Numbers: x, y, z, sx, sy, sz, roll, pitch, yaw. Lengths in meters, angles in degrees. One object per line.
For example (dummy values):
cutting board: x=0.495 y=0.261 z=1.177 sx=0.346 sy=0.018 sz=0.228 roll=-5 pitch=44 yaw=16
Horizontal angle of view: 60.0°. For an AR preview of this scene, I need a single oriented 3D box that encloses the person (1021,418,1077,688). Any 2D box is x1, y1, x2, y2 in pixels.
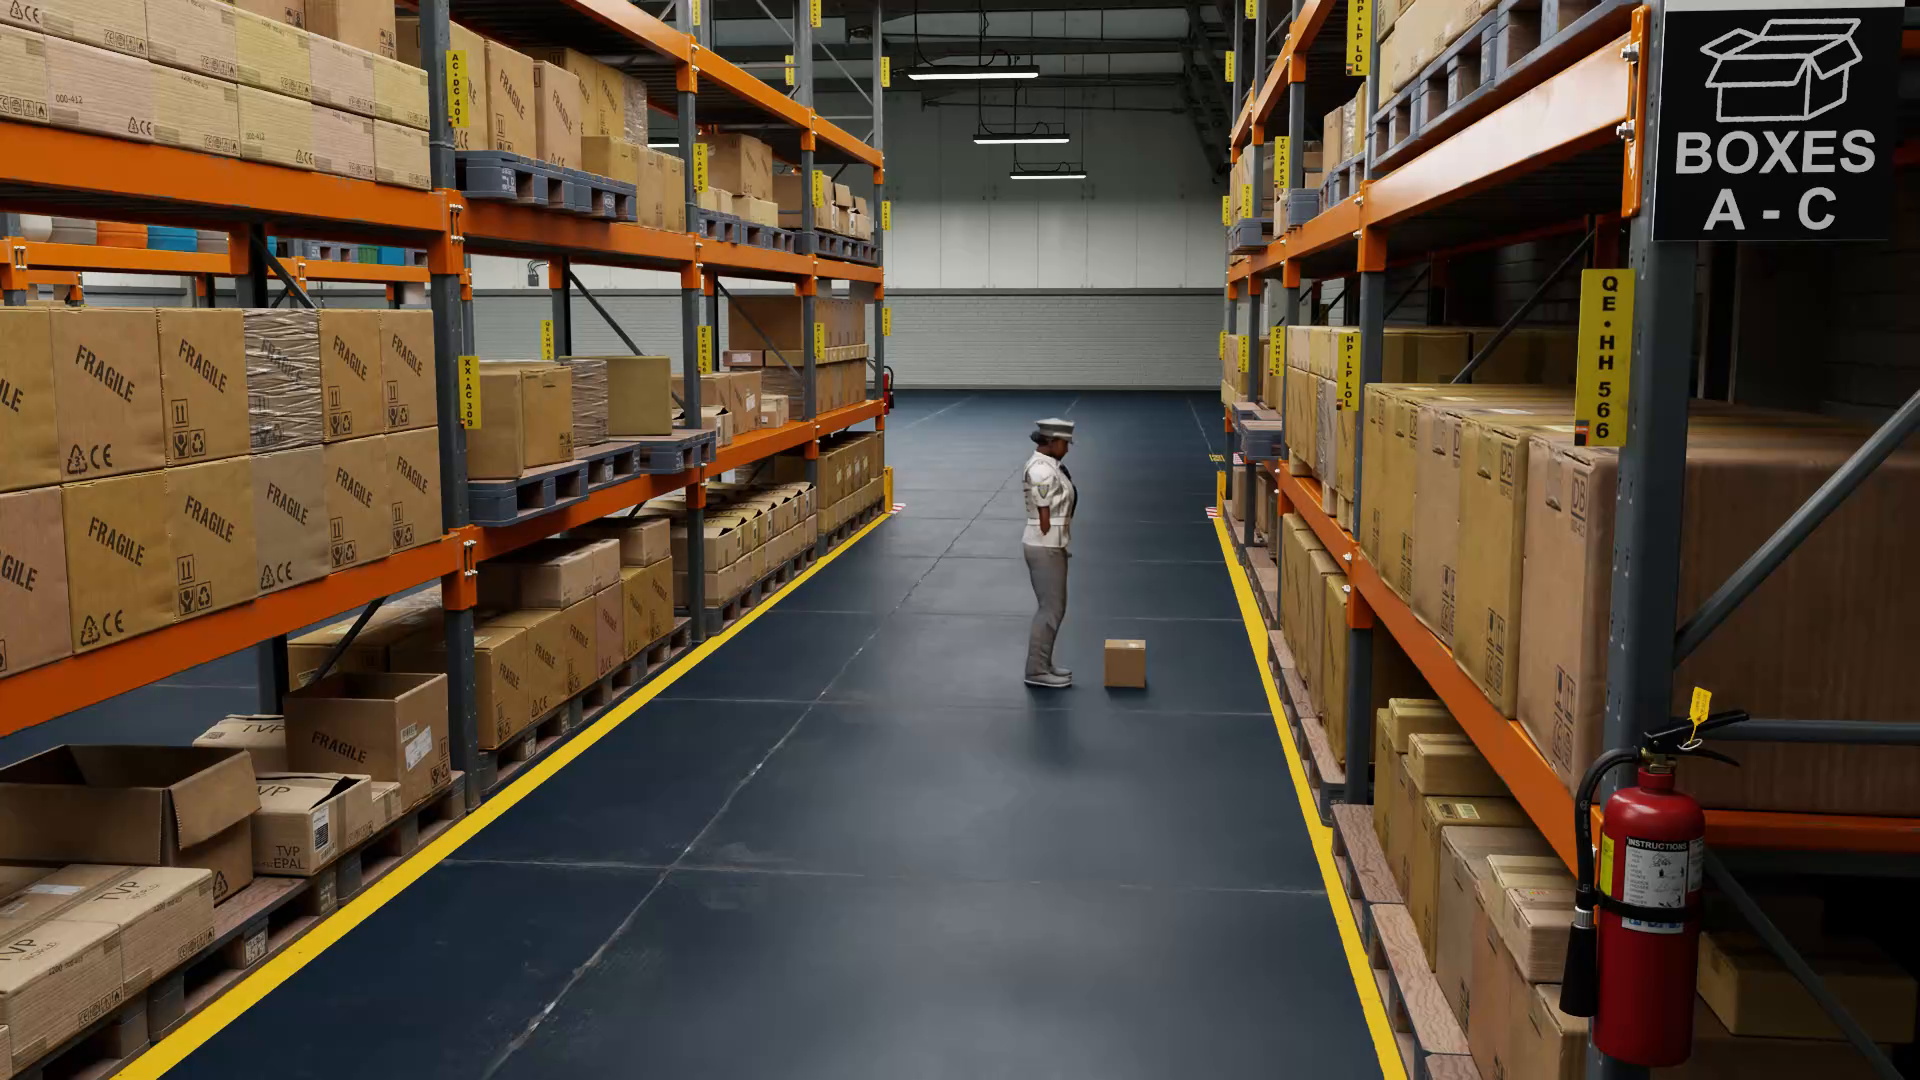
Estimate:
person: x=0.551 y=0.070 z=10.341 sx=0.336 sy=1.653 sz=0.440 roll=1 pitch=8 yaw=7
